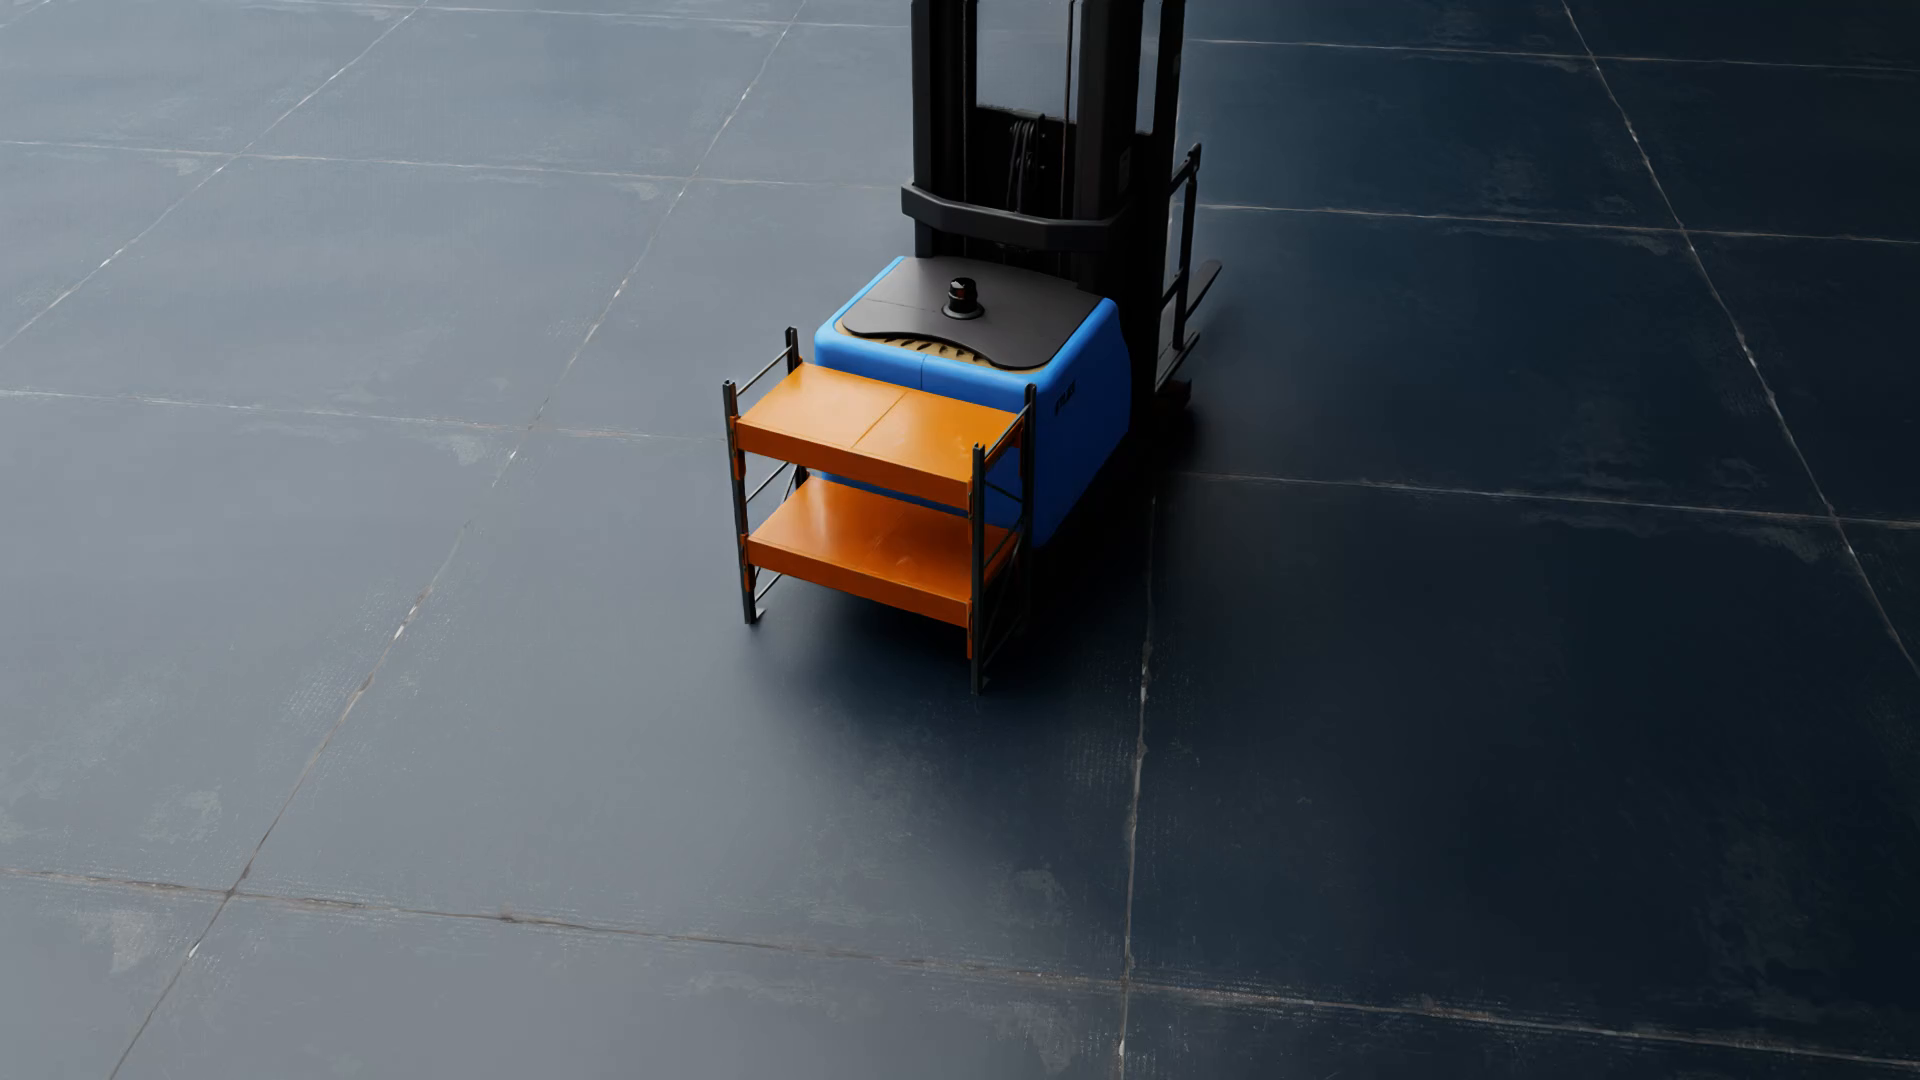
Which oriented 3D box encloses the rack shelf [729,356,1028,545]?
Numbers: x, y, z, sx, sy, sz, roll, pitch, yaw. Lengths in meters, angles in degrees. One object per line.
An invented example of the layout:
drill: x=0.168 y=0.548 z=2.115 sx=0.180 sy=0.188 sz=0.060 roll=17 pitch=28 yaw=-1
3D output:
rack shelf: x=-0.296 y=-0.355 z=6.275 sx=1.000 sy=0.278 sz=0.538 roll=15 pitch=38 yaw=20

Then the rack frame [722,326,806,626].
rack frame: x=-0.755 y=-0.244 z=6.623 sx=0.032 sy=1.125 sz=0.500 roll=15 pitch=38 yaw=20

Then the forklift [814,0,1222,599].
forklift: x=0.477 y=-1.799 z=7.248 sx=1.130 sy=2.935 sz=3.031 roll=15 pitch=38 yaw=20

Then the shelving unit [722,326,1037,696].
shelving unit: x=-0.296 y=-0.117 z=6.445 sx=1.048 sy=1.125 sz=0.538 roll=15 pitch=38 yaw=20

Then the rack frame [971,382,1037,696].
rack frame: x=0.163 y=0.010 z=6.267 sx=0.032 sy=1.125 sz=0.500 roll=15 pitch=38 yaw=20

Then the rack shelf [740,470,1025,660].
rack shelf: x=-0.296 y=0.082 z=6.587 sx=1.000 sy=0.278 sz=0.538 roll=15 pitch=38 yaw=20
